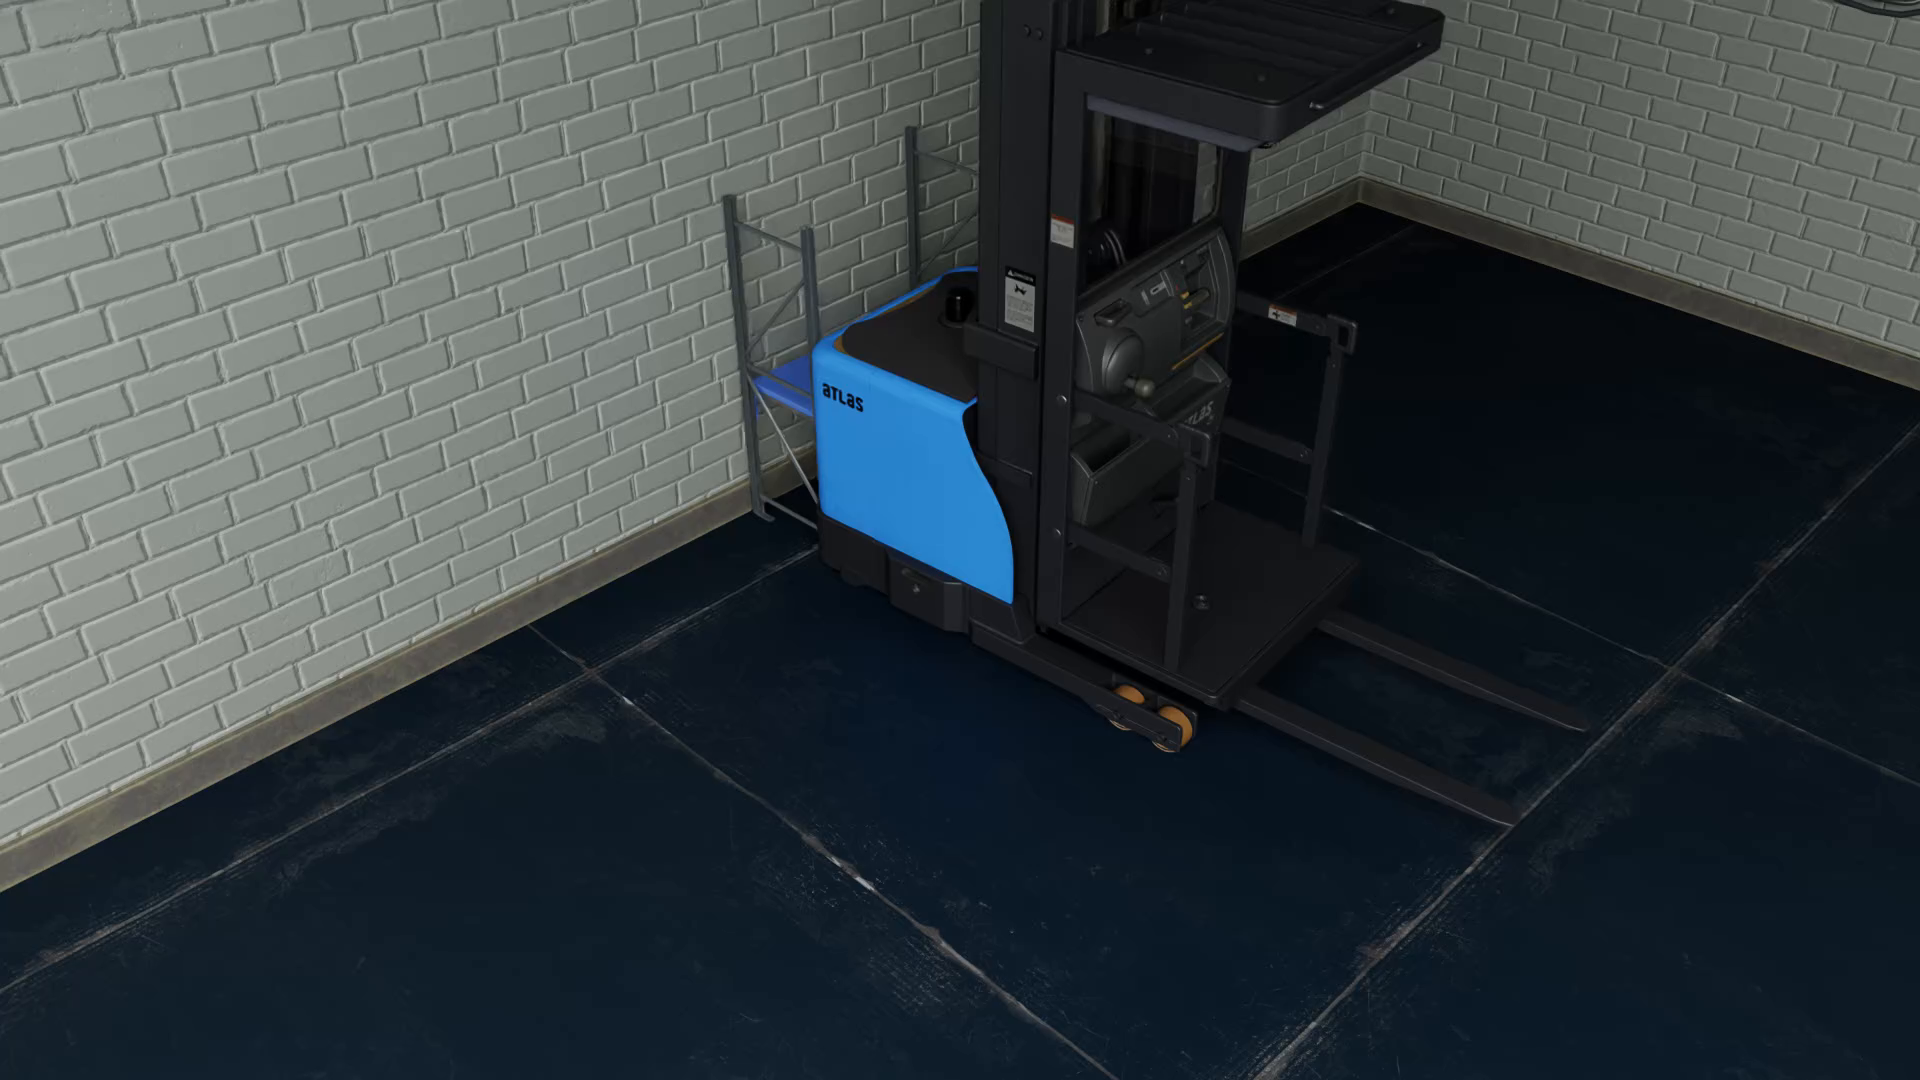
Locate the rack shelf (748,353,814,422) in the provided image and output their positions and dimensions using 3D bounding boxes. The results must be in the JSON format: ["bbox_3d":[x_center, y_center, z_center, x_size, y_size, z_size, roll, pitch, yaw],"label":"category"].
[{"bbox_3d":[-0.386,-0.713,7.264,0.538,0.185,1.000,28,44,35],"label":"rack shelf"}]

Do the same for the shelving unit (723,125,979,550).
[{"bbox_3d":[-0.388,-0.862,7.163,0.538,1.500,1.048,28,44,35],"label":"shelving unit"}]

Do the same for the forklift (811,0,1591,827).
[{"bbox_3d":[0.867,-0.765,5.784,3.031,2.935,1.130,25,42,31],"label":"forklift"}]

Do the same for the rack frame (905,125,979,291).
[{"bbox_3d":[-0.038,-1.073,7.465,0.500,1.500,0.032,28,44,35],"label":"rack frame"}]

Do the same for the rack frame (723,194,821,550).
[{"bbox_3d":[-0.738,-0.650,6.861,0.500,1.500,0.032,28,44,35],"label":"rack frame"}]

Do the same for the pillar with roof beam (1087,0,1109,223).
[{"bbox_3d":[3.494,-2.785,3.376,9.100,9.000,0.400,30,45,35],"label":"pillar with roof beam"}]
